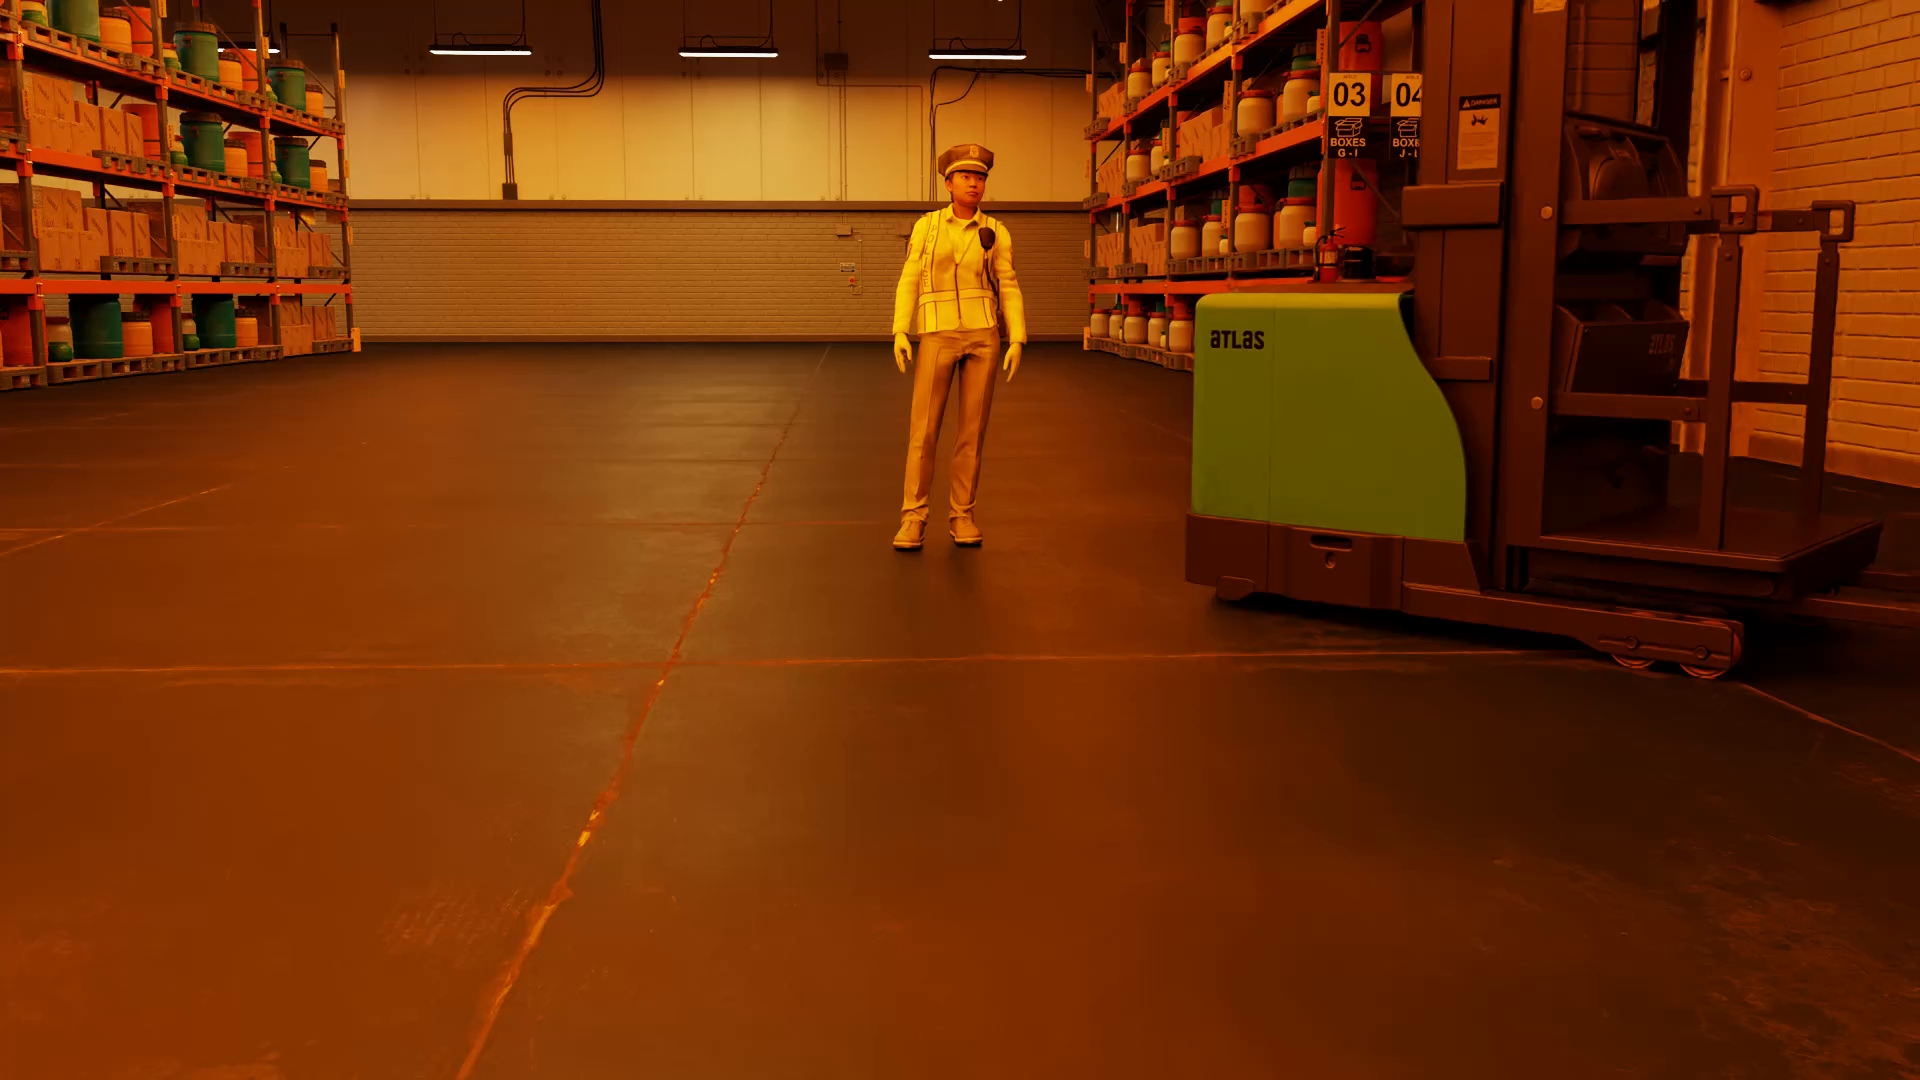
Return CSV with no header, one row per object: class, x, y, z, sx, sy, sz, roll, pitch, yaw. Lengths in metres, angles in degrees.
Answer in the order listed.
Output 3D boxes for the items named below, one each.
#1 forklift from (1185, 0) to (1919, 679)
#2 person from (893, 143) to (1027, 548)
forklift,2.233,-1.146,5.045,3.031,2.935,1.130,7,11,41
person,-0.003,-0.835,7.116,0.586,1.694,0.532,-1,8,-4
